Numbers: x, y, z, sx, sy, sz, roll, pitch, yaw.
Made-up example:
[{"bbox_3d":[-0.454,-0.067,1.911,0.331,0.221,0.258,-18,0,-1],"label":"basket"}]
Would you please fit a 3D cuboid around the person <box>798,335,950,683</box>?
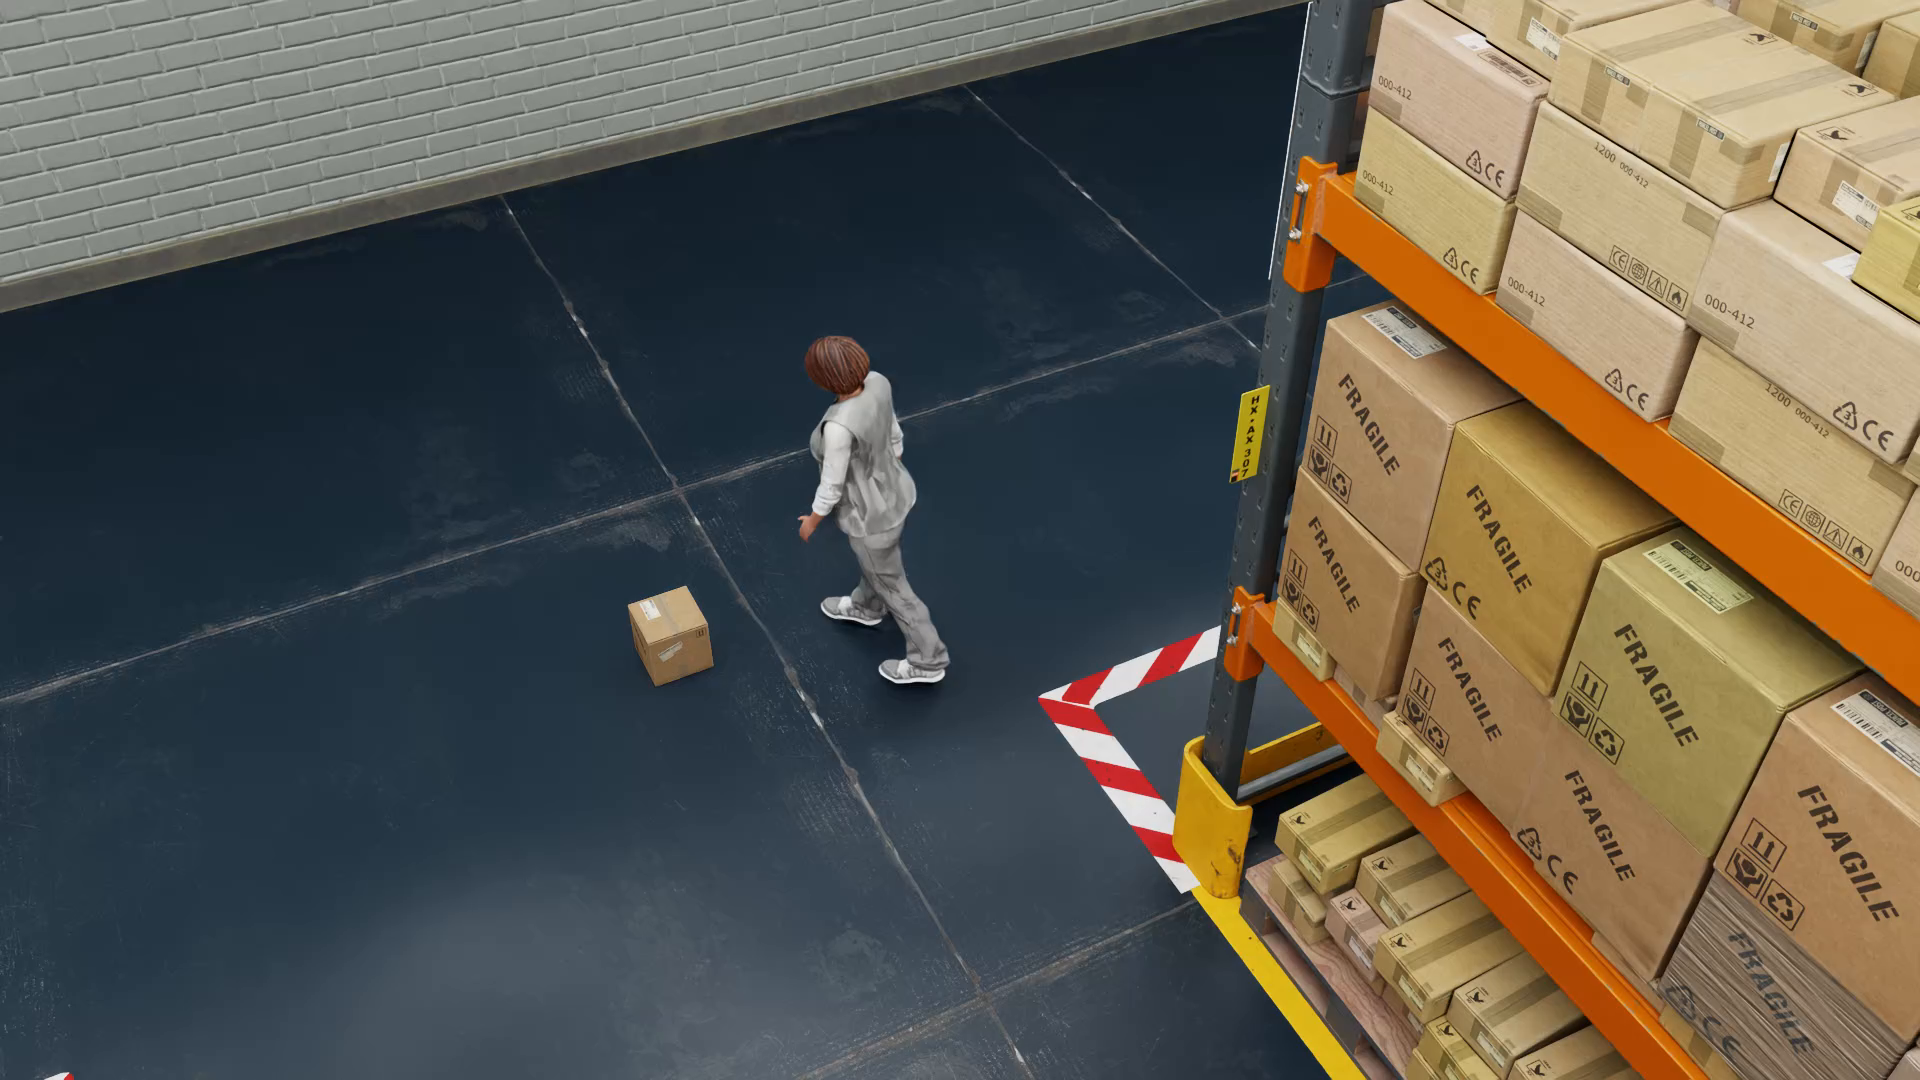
[{"bbox_3d":[-0.332,-0.118,6.289,0.645,1.567,0.458,13,43,14],"label":"person"}]
